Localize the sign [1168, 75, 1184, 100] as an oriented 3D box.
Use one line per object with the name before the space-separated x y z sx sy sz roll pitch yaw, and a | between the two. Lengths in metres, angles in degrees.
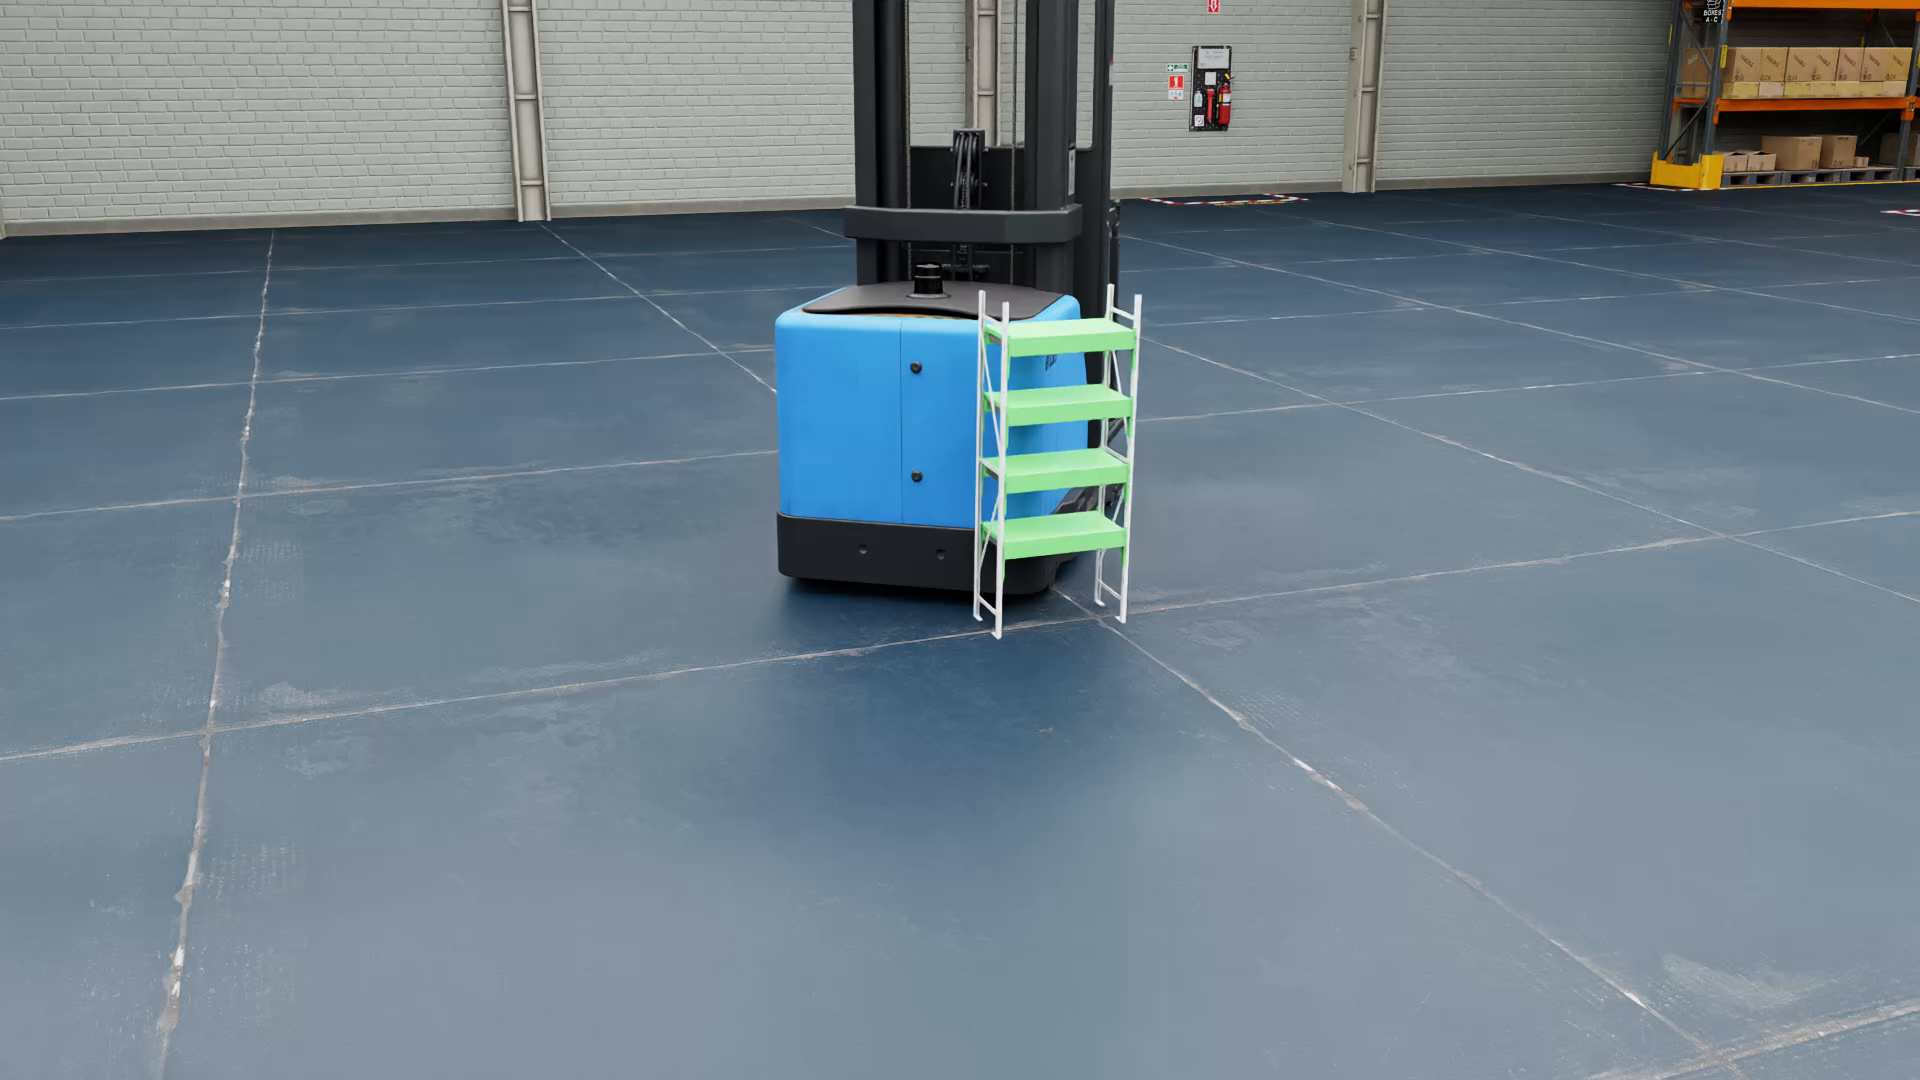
sign | 3.041 -6.371 23.405 0.234 0.329 0.001 -6 17 -20

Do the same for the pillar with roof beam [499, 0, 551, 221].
pillar with roof beam | -3.750 -7.157 15.499 0.400 9.000 9.100 -6 17 -20

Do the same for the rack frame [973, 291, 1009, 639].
rack frame | 0.106 -0.254 5.814 0.015 1.200 0.240 -6 20 -20

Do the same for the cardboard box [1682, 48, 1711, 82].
cardboard box | 11.538 -7.329 25.631 0.500 0.500 0.500 -6 18 -21

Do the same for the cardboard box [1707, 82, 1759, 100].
cardboard box | 11.743 -6.831 25.268 0.500 0.250 0.500 -7 18 -22

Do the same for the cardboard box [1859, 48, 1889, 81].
cardboard box | 14.114 -7.448 26.036 0.500 0.500 0.500 -6 17 -20

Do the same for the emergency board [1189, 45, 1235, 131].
emergency board | 3.594 -6.382 23.508 0.643 1.169 0.194 -6 17 -20

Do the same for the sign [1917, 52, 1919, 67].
sign | 15.110 -7.605 26.134 0.005 0.325 0.100 -6 17 -20

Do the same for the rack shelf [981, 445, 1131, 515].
rack shelf | 0.334 -0.217 5.916 0.480 0.148 0.258 -6 20 -20

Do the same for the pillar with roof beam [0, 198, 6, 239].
pillar with roof beam | -9.353 -6.552 13.440 0.400 9.000 9.100 -6 17 -20

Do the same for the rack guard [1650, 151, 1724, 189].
rack guard | 11.245 -5.736 25.745 0.348 0.500 1.175 -6 17 -20

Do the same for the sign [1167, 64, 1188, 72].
sign | 3.048 -6.623 23.324 0.331 0.109 0.001 -6 17 -20

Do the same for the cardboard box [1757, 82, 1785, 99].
cardboard box | 12.223 -6.887 25.459 0.500 0.250 0.500 -7 18 -22

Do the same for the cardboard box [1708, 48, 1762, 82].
cardboard box | 11.727 -7.194 25.174 0.500 0.500 0.500 -6 17 -20

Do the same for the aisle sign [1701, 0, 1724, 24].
aisle sign | 11.214 -8.089 24.707 0.004 0.787 0.394 -6 17 -20

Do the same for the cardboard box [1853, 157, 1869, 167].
cardboard box | 14.420 -6.121 26.866 0.250 0.166 0.380 -9 18 -27

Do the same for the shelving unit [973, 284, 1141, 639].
shelving unit | 0.335 -0.278 5.896 0.503 1.200 0.258 -6 20 -20

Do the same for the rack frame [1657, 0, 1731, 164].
rack frame | 11.174 -6.928 25.366 0.127 3.000 1.000 -6 17 -20

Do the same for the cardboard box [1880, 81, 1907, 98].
cardboard box | 14.575 -7.141 26.324 0.500 0.250 0.500 -6 17 -20

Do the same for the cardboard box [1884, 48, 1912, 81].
cardboard box | 14.578 -7.500 26.213 0.500 0.500 0.500 -6 17 -20

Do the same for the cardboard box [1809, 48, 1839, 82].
cardboard box | 13.155 -7.347 25.694 0.500 0.500 0.500 -6 17 -18

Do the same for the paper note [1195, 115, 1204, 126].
paper note | 3.404 -5.960 23.633 0.142 0.148 0.016 -6 17 -20

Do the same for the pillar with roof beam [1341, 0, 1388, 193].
pillar with roof beam | 7.456 -8.367 19.619 0.400 9.000 9.100 -6 17 -20

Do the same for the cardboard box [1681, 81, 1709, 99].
cardboard box | 11.541 -6.964 25.719 0.500 0.250 0.500 -6 17 -19

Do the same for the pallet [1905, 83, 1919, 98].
pallet | 15.675 -7.278 26.899 1.213 0.211 1.003 -6 17 -20

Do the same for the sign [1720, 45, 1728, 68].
sign | 11.368 -7.201 24.758 0.005 0.325 0.100 -6 17 -20

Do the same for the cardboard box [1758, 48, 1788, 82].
cardboard box | 12.192 -7.242 25.334 0.500 0.500 0.500 -6 17 -20

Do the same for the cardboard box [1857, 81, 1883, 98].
cardboard box | 14.107 -7.093 26.160 0.500 0.250 0.500 -6 17 -20

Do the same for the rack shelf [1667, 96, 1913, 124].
rack shelf | 13.041 -6.784 26.154 4.000 0.370 1.077 -6 17 -20

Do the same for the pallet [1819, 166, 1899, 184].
pallet | 14.294 -5.916 26.870 1.213 0.211 1.003 -6 17 -20

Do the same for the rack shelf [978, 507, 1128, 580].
rack shelf | 0.330 0.010 5.993 0.480 0.148 0.258 -6 20 -20

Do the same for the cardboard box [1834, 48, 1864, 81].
cardboard box | 13.640 -7.400 25.873 0.500 0.500 0.500 -7 18 -22

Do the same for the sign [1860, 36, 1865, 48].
sign | 14.707 -8.032 27.073 0.005 0.325 0.100 -6 17 -20

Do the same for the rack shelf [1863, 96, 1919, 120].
rack shelf | 16.776 -7.188 27.528 4.000 0.370 1.077 -6 17 -20

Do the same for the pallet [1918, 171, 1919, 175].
pallet | 16.776 -6.196 27.824 1.213 0.211 1.003 -6 17 -20

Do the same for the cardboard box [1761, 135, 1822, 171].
cardboard box | 13.087 -6.104 26.216 0.500 0.500 0.700 -7 18 -24

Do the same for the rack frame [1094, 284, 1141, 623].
rack frame | 0.563 -0.302 5.978 0.015 1.200 0.240 -6 20 -20

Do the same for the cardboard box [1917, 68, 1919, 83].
cardboard box | 15.396 -7.633 26.808 0.500 0.500 0.700 -6 17 -20

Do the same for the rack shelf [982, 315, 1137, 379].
rack shelf | 0.341 -0.672 5.763 0.480 0.148 0.258 -6 20 -20

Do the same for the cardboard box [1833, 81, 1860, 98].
cardboard box | 13.643 -7.039 25.974 0.500 0.250 0.500 -6 17 -20

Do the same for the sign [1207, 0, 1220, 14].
sign | 3.551 -7.520 23.267 0.199 0.298 0.001 -6 17 -20

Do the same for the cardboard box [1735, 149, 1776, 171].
cardboard box | 12.384 -5.952 26.036 0.500 0.311 0.500 -5 17 -15

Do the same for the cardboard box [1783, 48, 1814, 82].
cardboard box | 12.677 -7.292 25.506 0.500 0.500 0.500 -7 18 -22

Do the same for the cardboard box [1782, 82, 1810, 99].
cardboard box | 12.701 -6.937 25.628 0.500 0.250 0.500 -6 18 -21

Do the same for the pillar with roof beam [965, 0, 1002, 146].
pillar with roof beam | 1.853 -7.762 17.559 0.400 9.000 9.100 -6 17 -20

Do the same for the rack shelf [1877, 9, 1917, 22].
rack shelf | 16.776 -8.627 27.105 4.000 0.370 1.077 -6 17 -20

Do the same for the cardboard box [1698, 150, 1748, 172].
cardboard box | 11.852 -5.895 25.840 0.500 0.311 0.500 -8 18 -26

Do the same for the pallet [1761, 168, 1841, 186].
pallet | 13.153 -5.792 26.448 1.213 0.211 1.003 -6 17 -20

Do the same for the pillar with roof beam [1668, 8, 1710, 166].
pillar with roof beam | 13.058 -8.972 21.679 0.400 9.000 9.100 -6 17 -20

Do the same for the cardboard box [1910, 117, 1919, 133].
cardboard box | 16.000 -6.827 27.346 0.500 0.250 0.500 -7 18 -21

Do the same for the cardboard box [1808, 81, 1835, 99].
cardboard box | 13.173 -6.988 25.800 0.500 0.250 0.500 -6 17 -20

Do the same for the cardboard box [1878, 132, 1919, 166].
cardboard box | 15.590 -6.422 27.298 0.500 0.500 0.700 -6 17 -18

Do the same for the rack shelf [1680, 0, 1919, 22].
rack shelf | 13.041 -8.224 25.732 4.000 0.370 1.077 -6 17 -20

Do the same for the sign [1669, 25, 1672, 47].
sign | 10.994 -7.783 25.663 0.005 0.325 0.100 -6 17 -20

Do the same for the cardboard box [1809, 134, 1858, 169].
cardboard box | 13.954 -6.228 26.638 0.500 0.500 0.500 -8 18 -24

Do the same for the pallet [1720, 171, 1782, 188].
pallet | 12.016 -5.670 26.033 1.213 0.211 1.003 -6 17 -20

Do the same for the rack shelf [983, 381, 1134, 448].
rack shelf | 0.337 -0.445 5.839 0.480 0.148 0.258 -6 20 -20

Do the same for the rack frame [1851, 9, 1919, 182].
rack frame | 14.909 -7.331 26.740 0.127 3.000 1.000 -6 17 -20

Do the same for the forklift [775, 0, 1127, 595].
forklift | 0.153 -1.577 7.268 1.130 2.935 3.031 4 17 14

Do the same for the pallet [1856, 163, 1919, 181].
pallet | 15.635 -6.072 27.401 1.213 0.211 1.003 -6 17 -20
